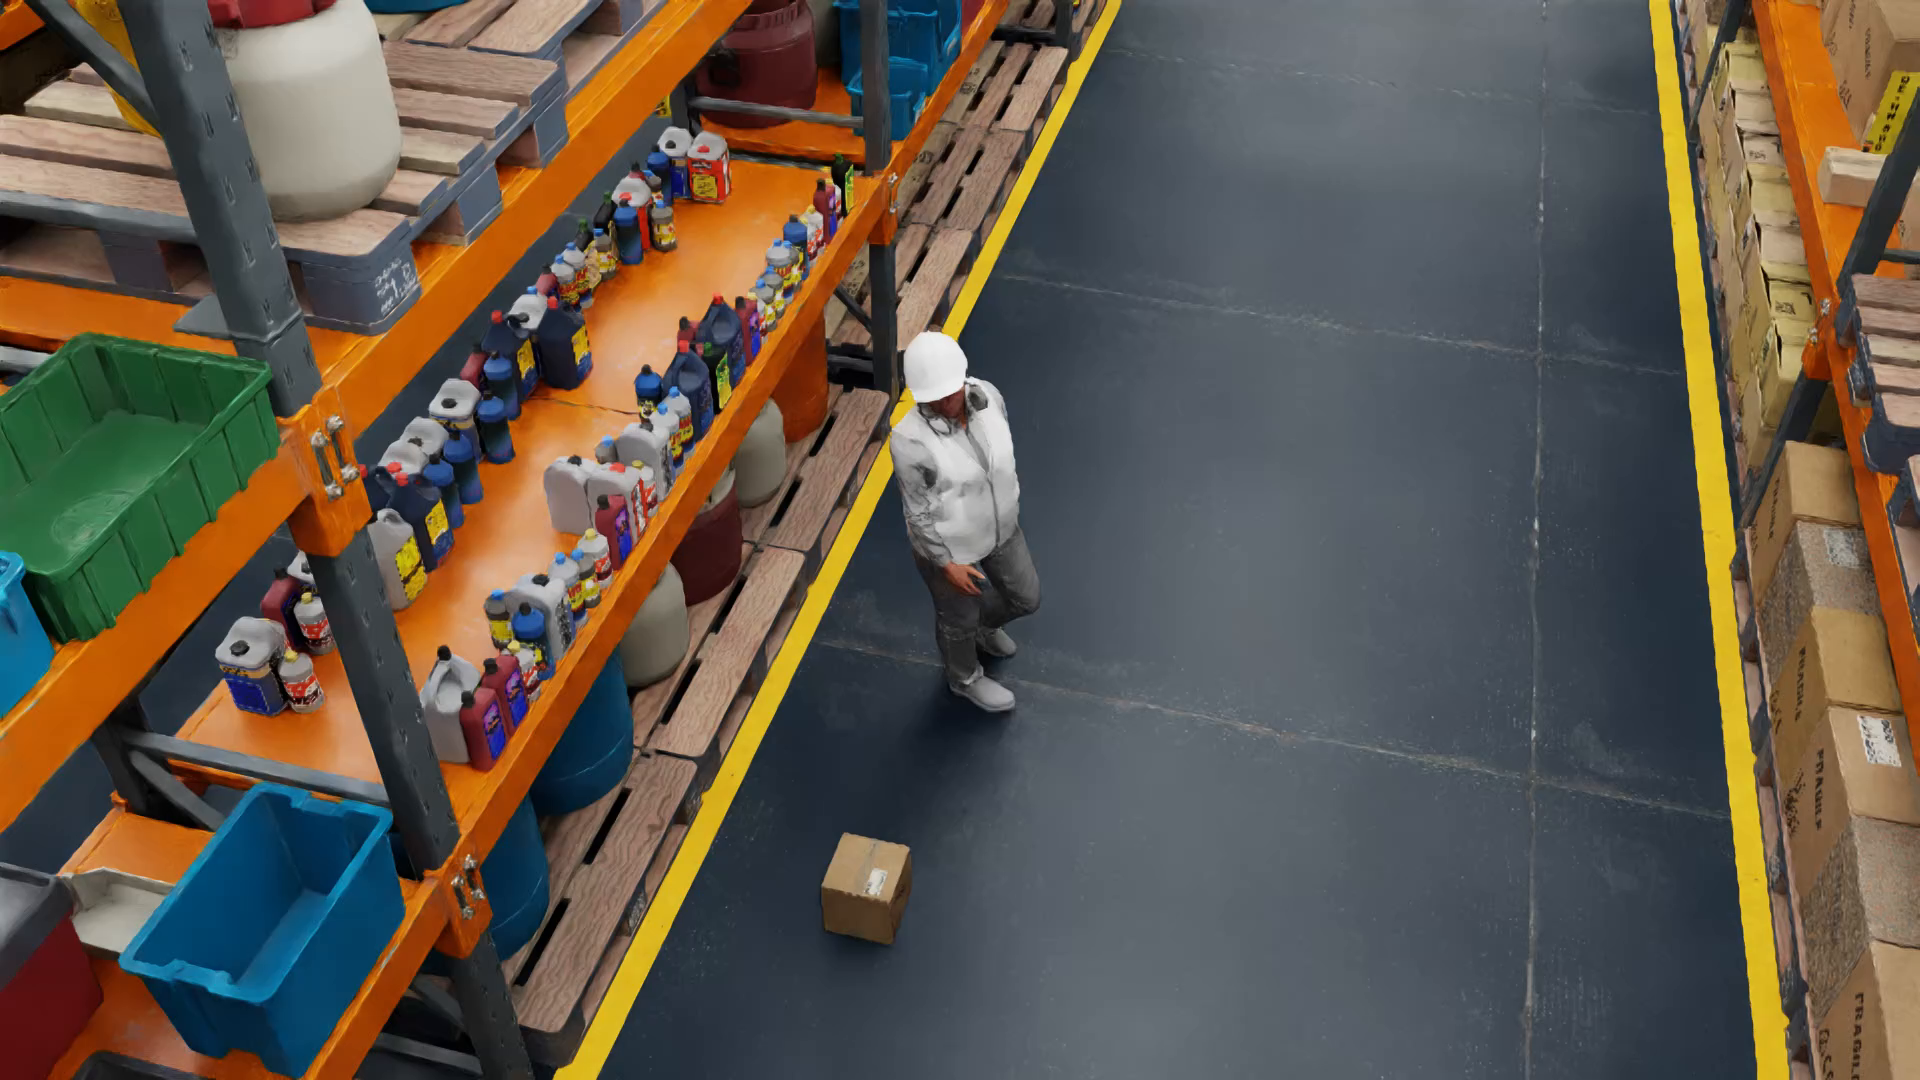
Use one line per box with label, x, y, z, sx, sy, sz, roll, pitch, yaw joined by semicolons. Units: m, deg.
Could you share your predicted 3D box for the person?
person;0.031;-0.047;6.194;0.429;1.767;0.631;33;51;32
